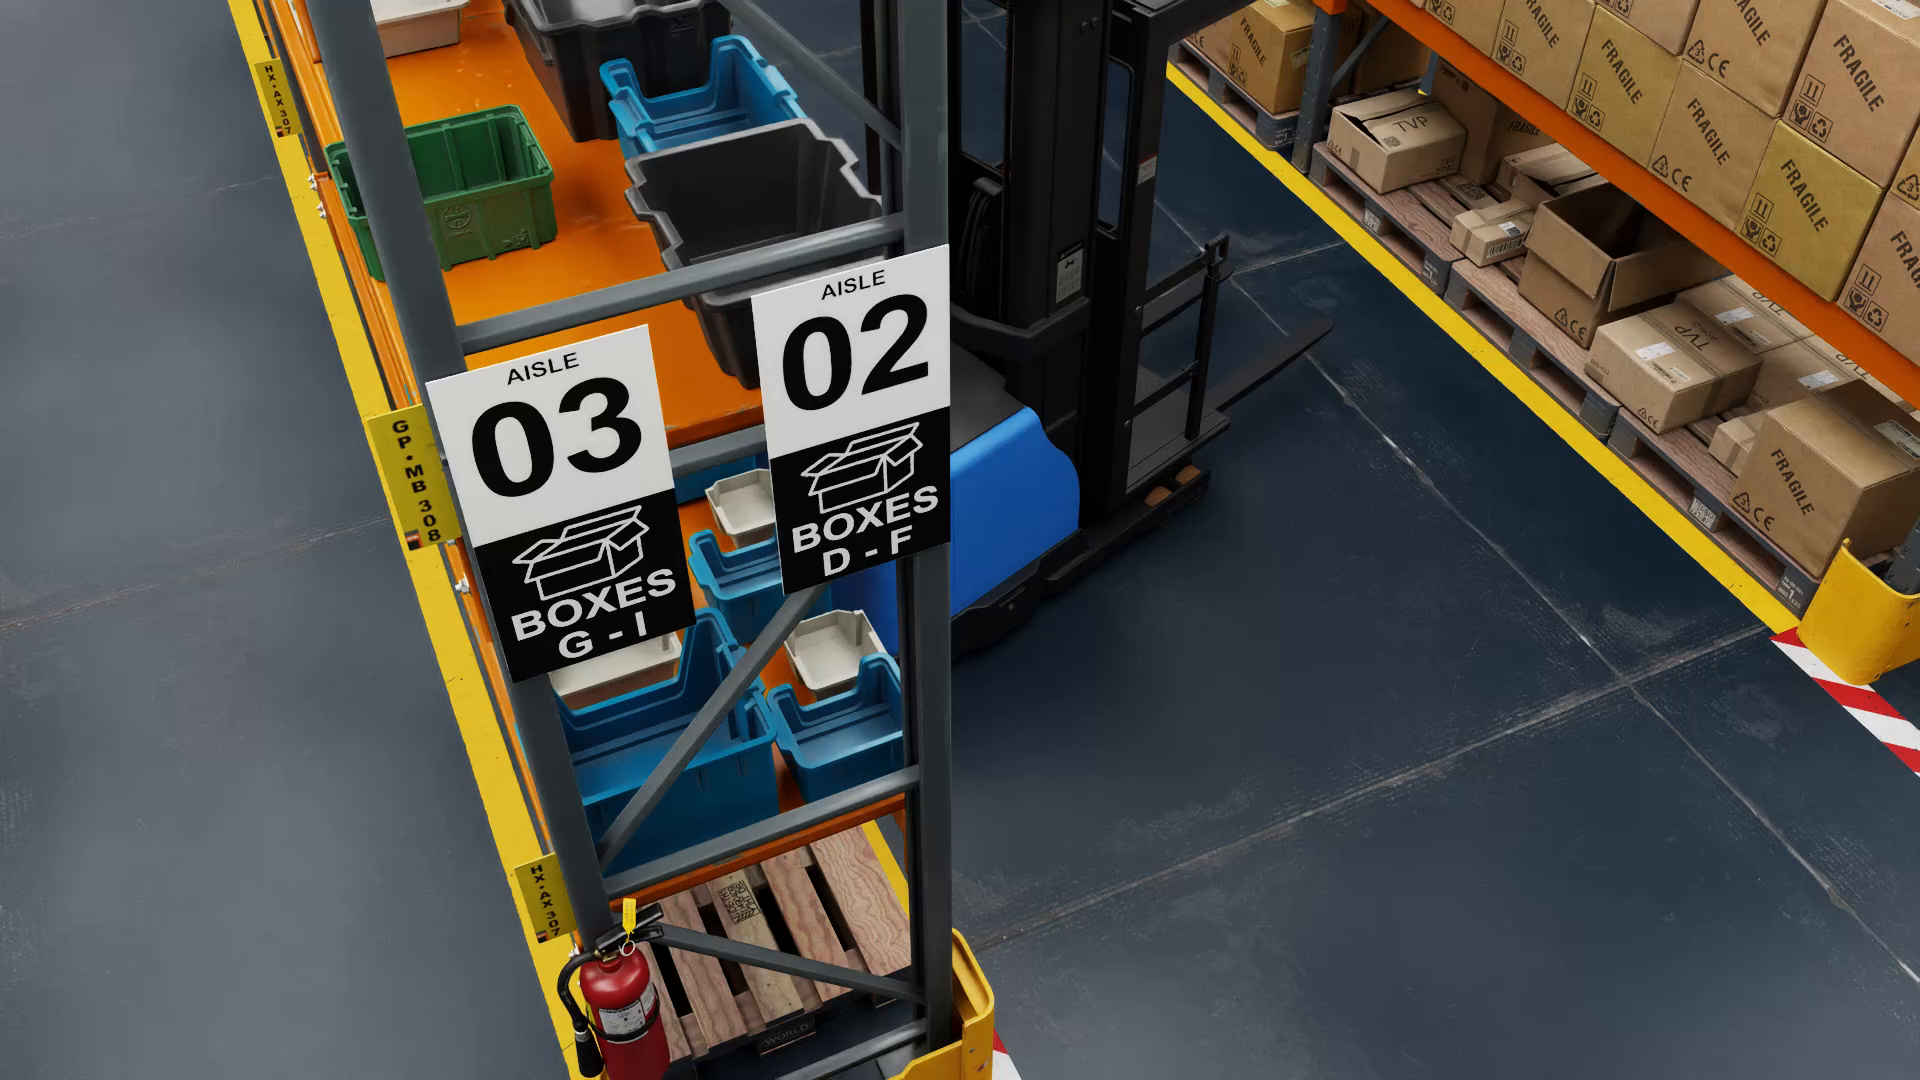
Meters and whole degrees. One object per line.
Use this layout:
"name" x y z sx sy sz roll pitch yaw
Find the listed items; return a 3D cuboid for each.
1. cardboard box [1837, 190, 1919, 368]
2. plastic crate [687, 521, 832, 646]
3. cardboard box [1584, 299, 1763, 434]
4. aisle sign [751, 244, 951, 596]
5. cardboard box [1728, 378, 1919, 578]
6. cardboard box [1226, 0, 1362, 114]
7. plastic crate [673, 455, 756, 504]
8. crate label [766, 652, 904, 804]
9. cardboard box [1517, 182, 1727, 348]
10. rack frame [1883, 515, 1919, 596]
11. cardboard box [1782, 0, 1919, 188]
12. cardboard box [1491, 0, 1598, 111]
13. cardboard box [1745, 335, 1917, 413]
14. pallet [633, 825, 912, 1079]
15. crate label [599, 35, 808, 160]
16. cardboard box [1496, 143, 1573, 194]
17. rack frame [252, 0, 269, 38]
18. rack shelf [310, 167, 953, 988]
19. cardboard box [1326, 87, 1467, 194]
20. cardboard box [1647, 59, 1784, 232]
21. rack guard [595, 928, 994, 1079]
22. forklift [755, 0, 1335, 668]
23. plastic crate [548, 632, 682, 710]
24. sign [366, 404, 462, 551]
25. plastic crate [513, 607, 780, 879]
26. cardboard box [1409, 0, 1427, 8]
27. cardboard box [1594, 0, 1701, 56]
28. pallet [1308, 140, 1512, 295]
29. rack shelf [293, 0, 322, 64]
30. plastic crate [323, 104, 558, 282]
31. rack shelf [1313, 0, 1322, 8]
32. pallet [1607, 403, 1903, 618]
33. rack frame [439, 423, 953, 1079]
"cardboard box" 3.561 -0.953 5.878 0.500 0.500 0.500 -17 47 -16
"plastic crate" -0.582 0.112 4.946 0.416 0.233 0.300 -18 47 -17
"cardboard box" 3.172 -0.778 7.417 0.500 0.250 0.500 -18 47 -17
"aisle sign" -0.200 -0.219 3.355 0.394 0.787 0.004 -18 47 -17
"cardboard box" 3.544 -0.253 6.706 0.500 0.500 0.500 -18 47 -17
"cardboard box" 1.847 -2.758 9.245 0.500 0.500 0.500 -18 47 -18
"plastic crate" -0.858 -0.308 5.371 0.416 0.233 0.300 -18 47 -17
"crate label" -0.305 0.531 4.521 0.416 0.233 0.303 -18 47 -17
"cardboard box" 3.109 -1.334 7.799 0.797 0.503 0.637 -18 47 -17
"rack frame" 3.996 -0.713 5.705 1.000 3.000 0.127 -18 47 -17
"cardboard box" 3.346 -1.628 5.850 0.500 0.500 0.500 -17 47 -16
"cardboard box" 2.708 -2.247 7.189 0.500 0.500 0.500 -18 47 -18
"cardboard box" 3.815 -0.639 7.276 0.500 0.250 0.500 -18 47 -17
"pallet" -0.811 1.203 5.749 1.003 0.211 1.213 -18 47 -17
"crate label" -0.594 -0.950 3.917 0.408 0.251 0.502 -18 47 -17
"cardboard box" 3.023 -1.903 8.628 0.380 0.149 0.250 -18 47 -17
"rack frame" -3.863 -4.350 9.392 1.000 3.000 0.127 -18 47 -17
"rack shelf" -1.341 -0.271 5.770 1.077 0.370 4.000 -18 47 -17
"cardboard box" 2.294 -2.130 8.743 0.500 0.311 0.500 -18 47 -17
"cardboard box" 3.135 -1.602 6.536 0.500 0.500 0.500 -18 47 -17
"rack guard" -0.478 1.649 5.092 1.175 0.500 0.348 -18 47 -17
"forklift" 0.450 -1.346 6.396 3.031 2.935 1.130 -34 54 -30
"plastic crate" -1.007 0.354 4.769 0.396 0.136 0.243 -18 47 -17
"sign" -0.992 -0.110 3.033 0.100 0.325 0.005 -18 47 -17
"plastic crate" -0.810 0.556 4.352 0.616 0.435 0.499 -18 47 -17
"cardboard box" 2.281 -2.892 7.843 0.500 0.500 0.500 -17 47 -16
"cardboard box" 2.908 -2.285 6.515 0.500 0.500 0.500 -17 47 -16
"pallet" 2.602 -1.831 8.824 1.003 0.211 1.213 -18 47 -17
"rack shelf" -1.341 -2.264 3.803 1.077 0.370 4.000 -18 47 -17
"plastic crate" -1.173 -0.789 3.798 0.450 0.188 0.336 -18 47 -17
"rack shelf" 1.473 -4.280 9.833 1.077 0.370 4.000 -18 47 -17
"pallet" 3.628 -0.276 7.249 1.003 0.211 1.213 -18 47 -17
"rack frame" -0.500 0.748 4.225 1.000 3.000 0.127 -18 47 -17
